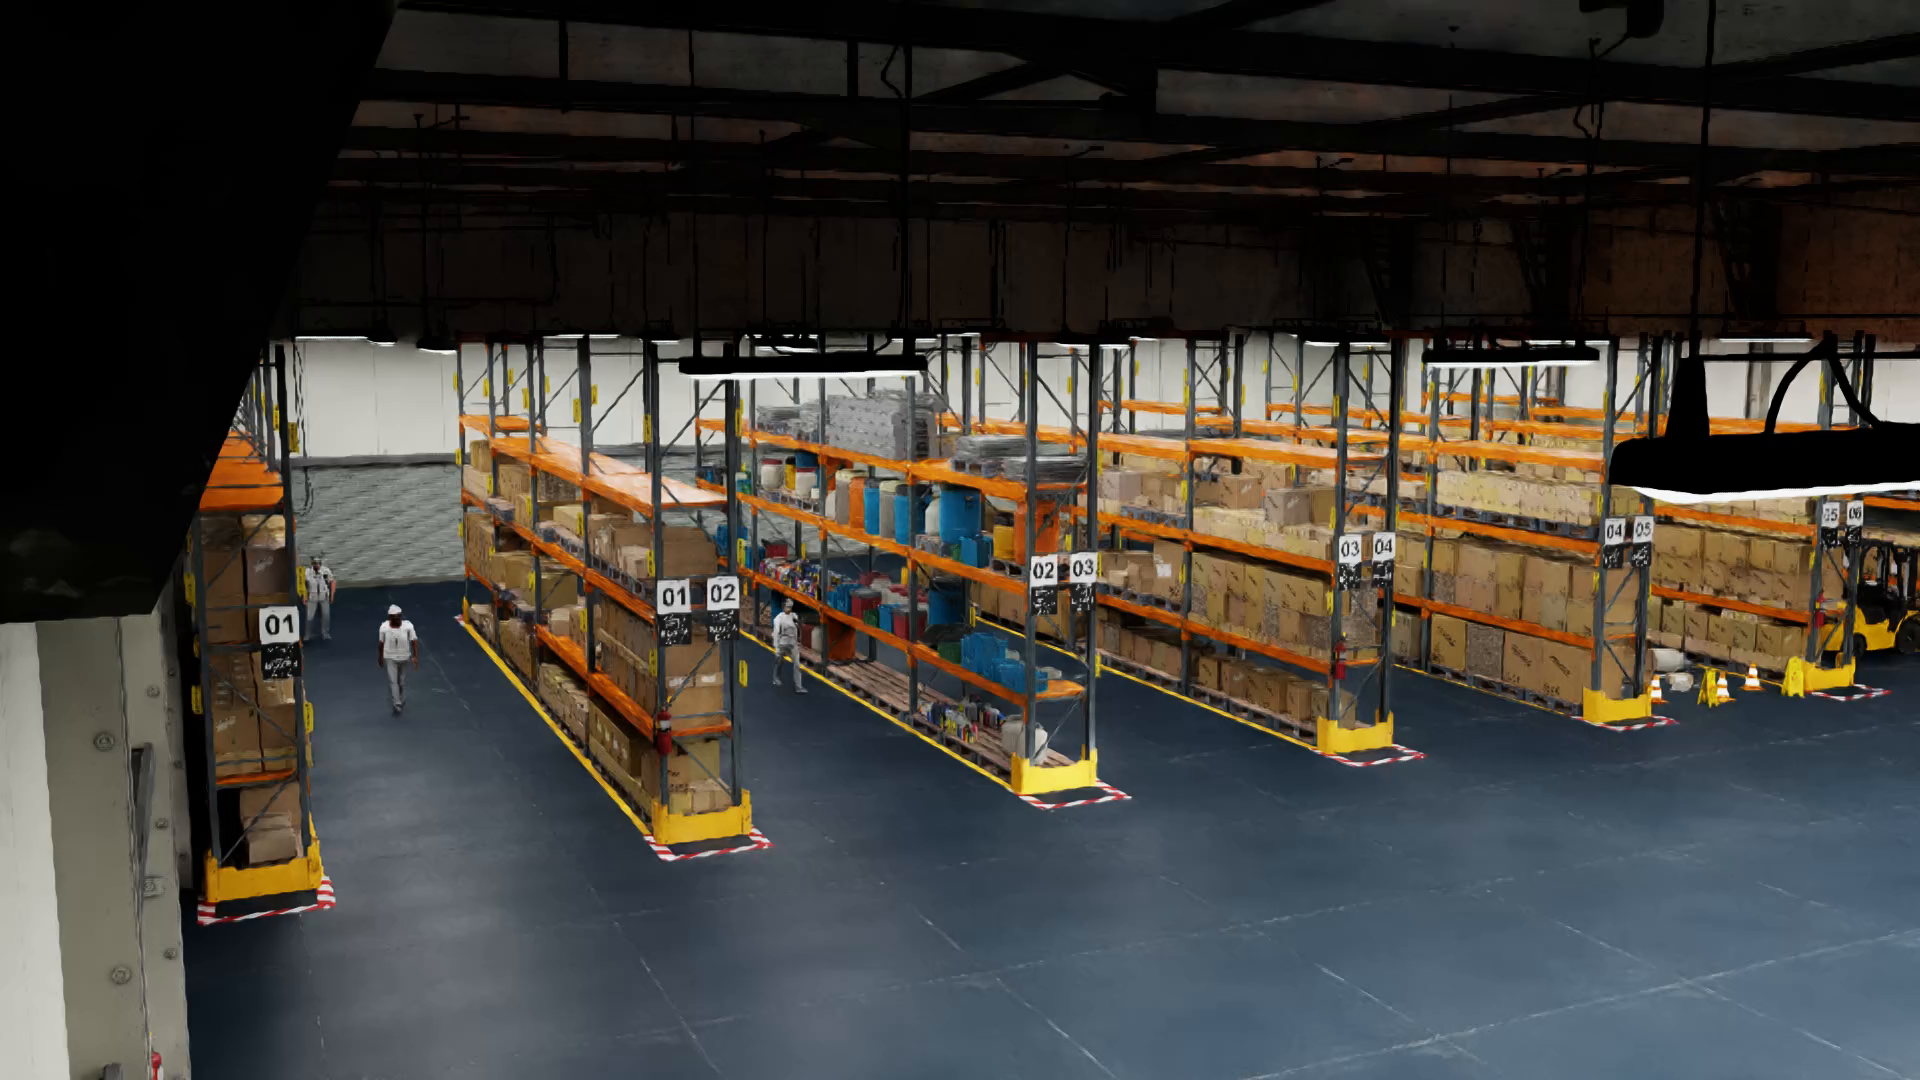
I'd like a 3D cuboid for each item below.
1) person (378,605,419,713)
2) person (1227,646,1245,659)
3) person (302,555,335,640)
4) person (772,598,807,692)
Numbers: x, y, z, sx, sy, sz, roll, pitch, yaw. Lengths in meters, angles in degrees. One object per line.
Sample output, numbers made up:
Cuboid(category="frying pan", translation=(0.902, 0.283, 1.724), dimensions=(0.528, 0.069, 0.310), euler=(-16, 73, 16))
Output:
Cuboid(category="person", translation=(-9.040, 1.883, 26.780), dimensions=(0.589, 1.714, 1.043), euler=(-4, 9, -25))
Cuboid(category="person", translation=(5.007, 1.484, 29.770), dimensions=(0.537, 1.677, 0.416), euler=(6, 10, 36))
Cuboid(category="person", translation=(-12.559, 1.115, 32.495), dimensions=(0.682, 1.711, 0.536), euler=(-4, 9, -27))
Cuboid(category="person", translation=(-2.929, 1.747, 28.095), dimensions=(0.495, 1.587, 1.086), euler=(-3, 8, -22))
